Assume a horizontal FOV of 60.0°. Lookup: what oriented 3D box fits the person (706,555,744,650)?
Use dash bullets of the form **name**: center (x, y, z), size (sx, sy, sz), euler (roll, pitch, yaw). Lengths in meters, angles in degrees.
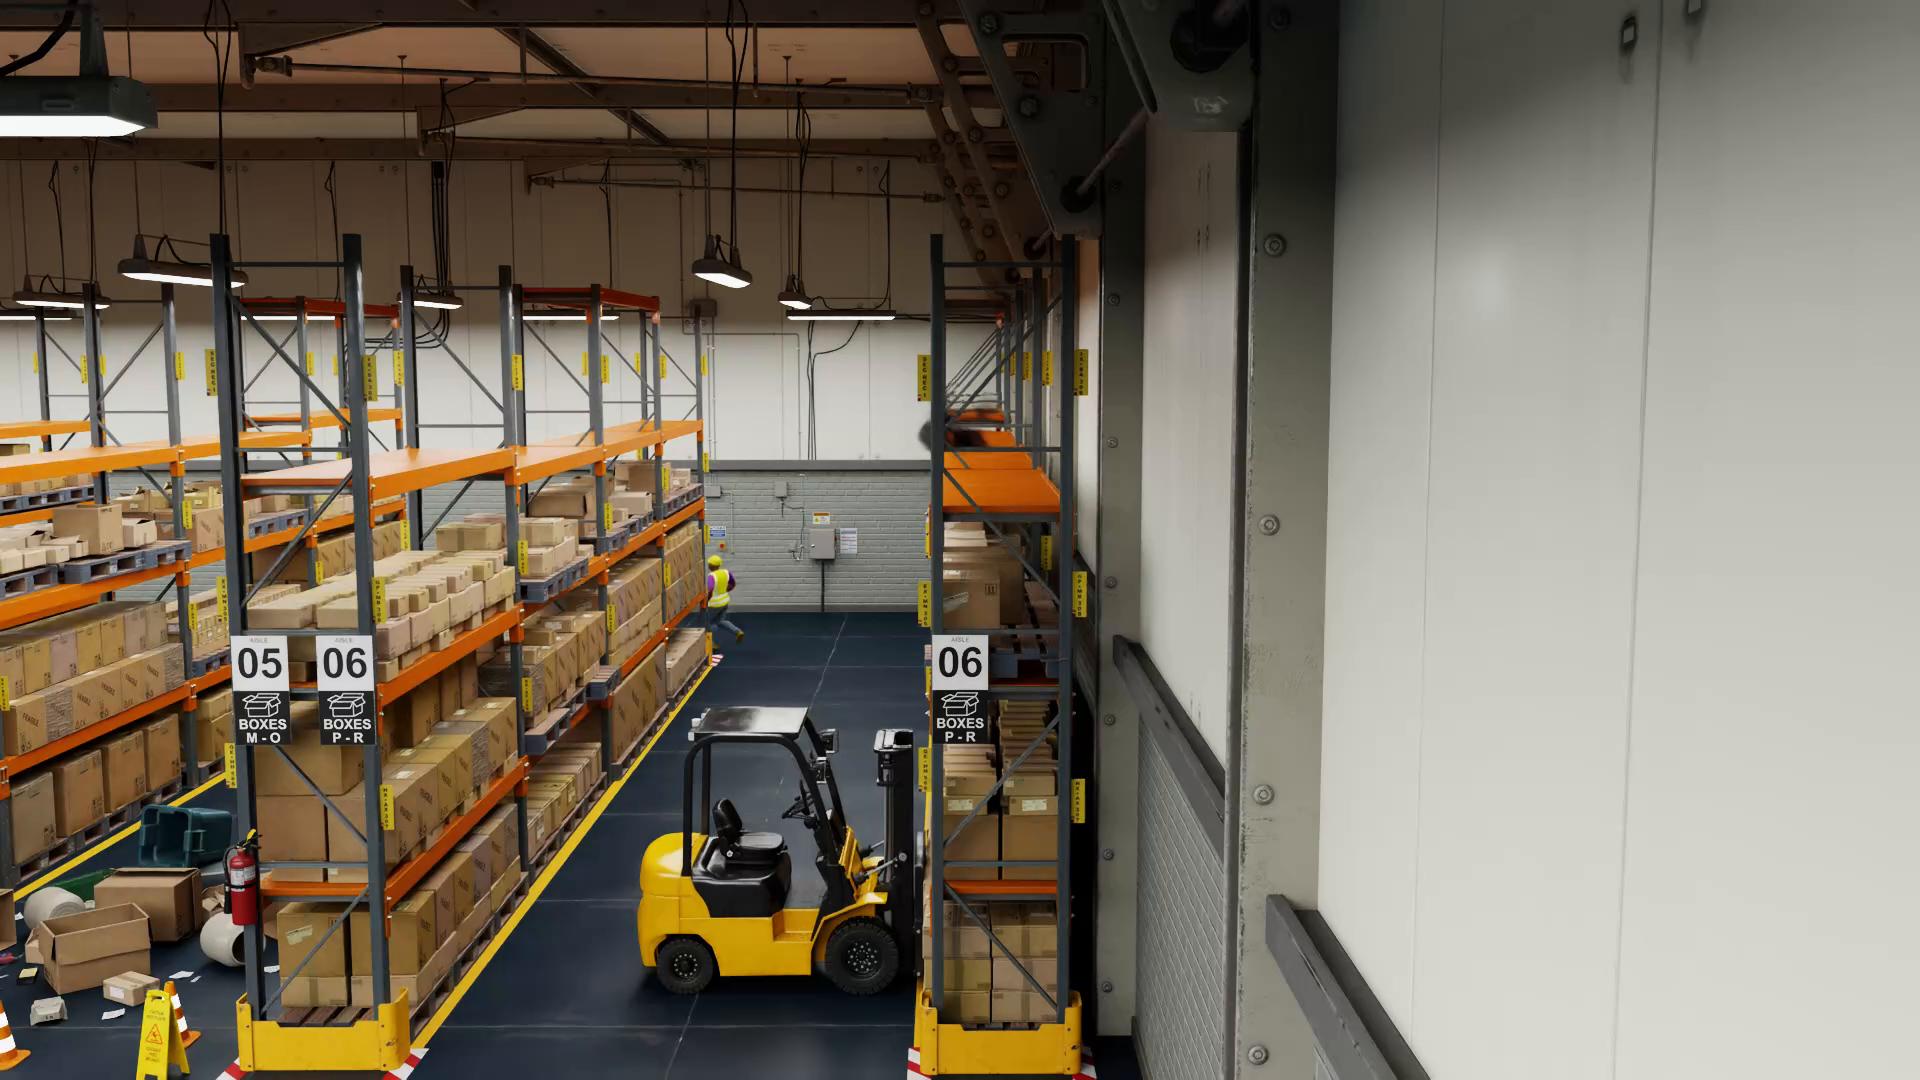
- **person**: center (-4.253, 1.106, 29.087), size (0.800, 1.712, 0.759), euler (4, 7, 32)
